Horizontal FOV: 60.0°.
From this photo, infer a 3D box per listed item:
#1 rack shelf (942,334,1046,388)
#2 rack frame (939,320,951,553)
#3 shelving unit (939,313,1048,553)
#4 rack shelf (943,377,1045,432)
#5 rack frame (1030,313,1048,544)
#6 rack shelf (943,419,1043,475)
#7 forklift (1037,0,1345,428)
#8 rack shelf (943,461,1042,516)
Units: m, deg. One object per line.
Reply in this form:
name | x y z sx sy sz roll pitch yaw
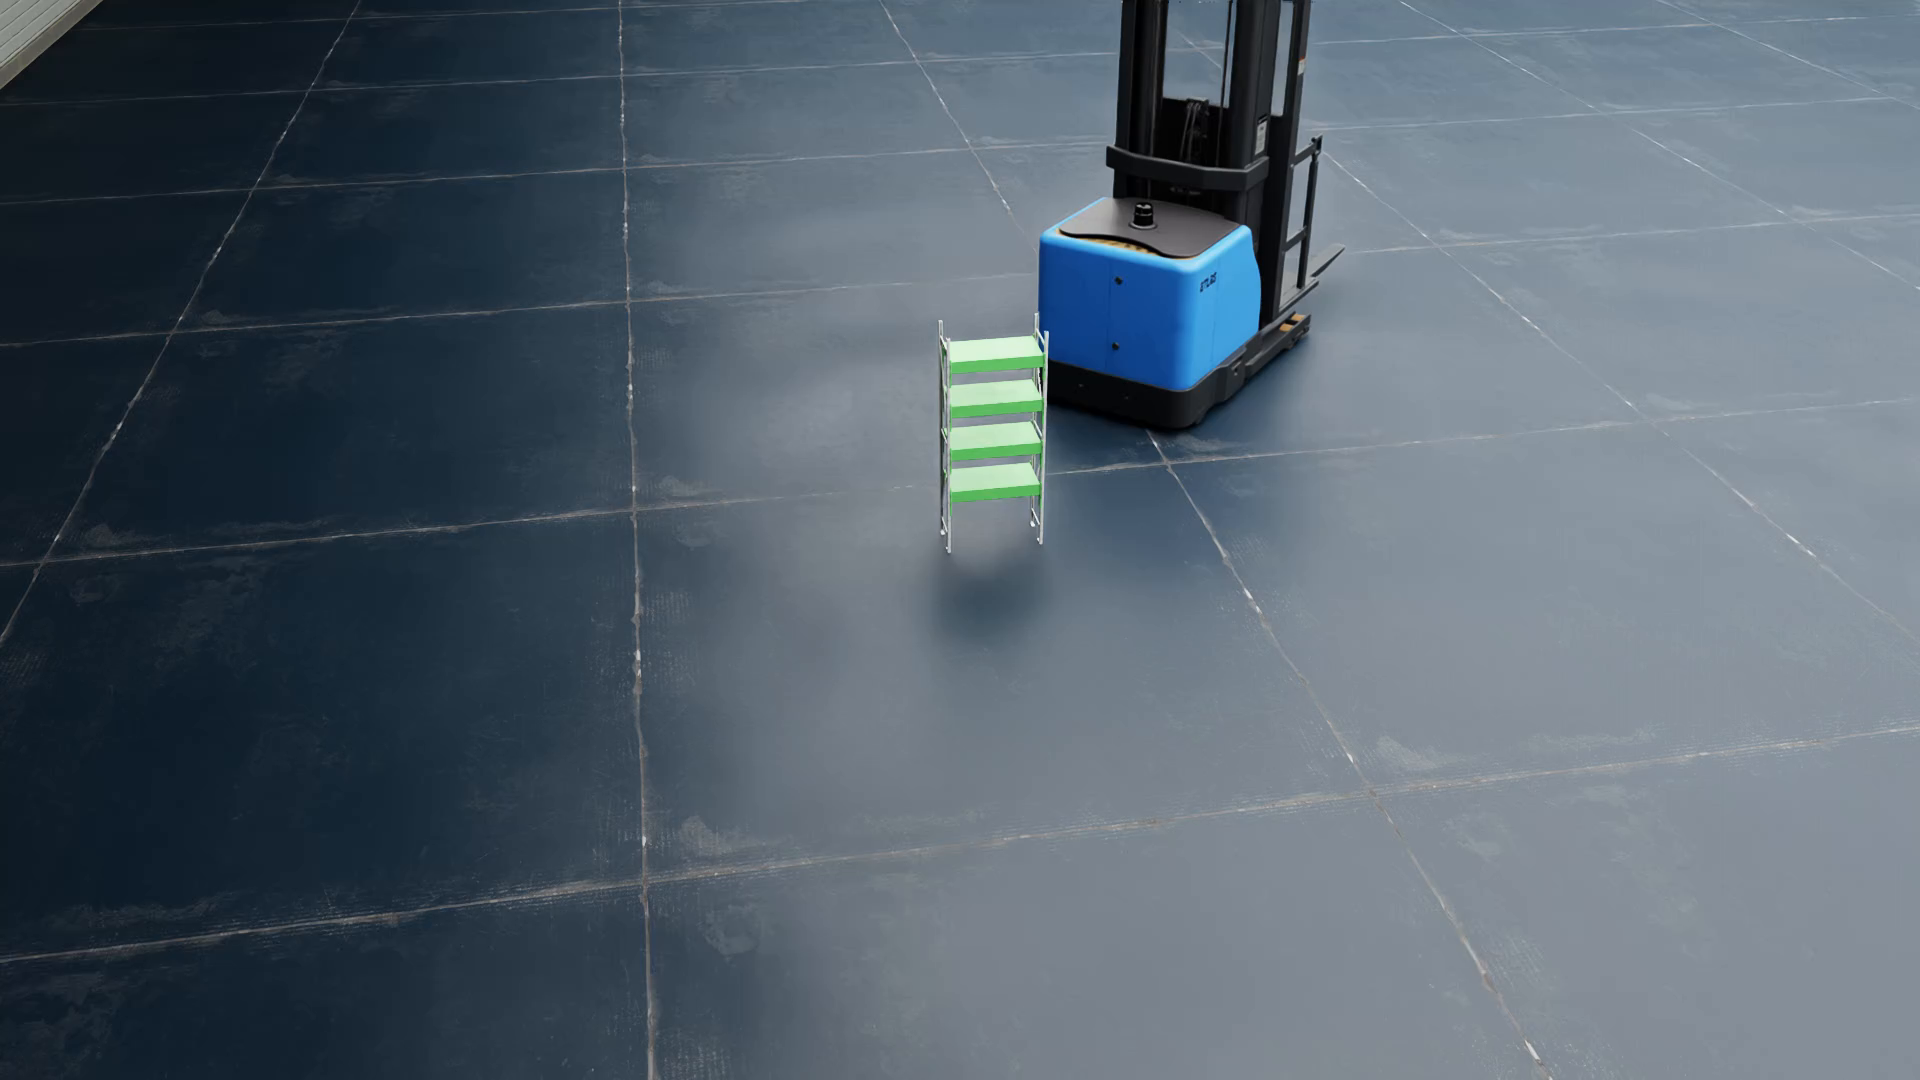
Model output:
rack shelf | 0.163 -0.891 8.261 0.480 0.148 0.258 -5 31 -9
rack frame | -0.077 -0.510 8.434 0.015 1.200 0.240 -5 31 -9
shelving unit | 0.163 -0.532 8.472 0.503 1.200 0.258 -5 31 -9
rack shelf | 0.163 -0.684 8.382 0.480 0.148 0.258 -5 31 -9
rack frame | 0.403 -0.555 8.509 0.015 1.200 0.240 -5 31 -9
rack shelf | 0.163 -0.477 8.504 0.480 0.148 0.258 -5 31 -9
forklift | 1.663 -2.623 10.319 1.130 2.935 3.031 18 35 27
rack shelf | 0.163 -0.270 8.626 0.480 0.148 0.258 -5 31 -9
